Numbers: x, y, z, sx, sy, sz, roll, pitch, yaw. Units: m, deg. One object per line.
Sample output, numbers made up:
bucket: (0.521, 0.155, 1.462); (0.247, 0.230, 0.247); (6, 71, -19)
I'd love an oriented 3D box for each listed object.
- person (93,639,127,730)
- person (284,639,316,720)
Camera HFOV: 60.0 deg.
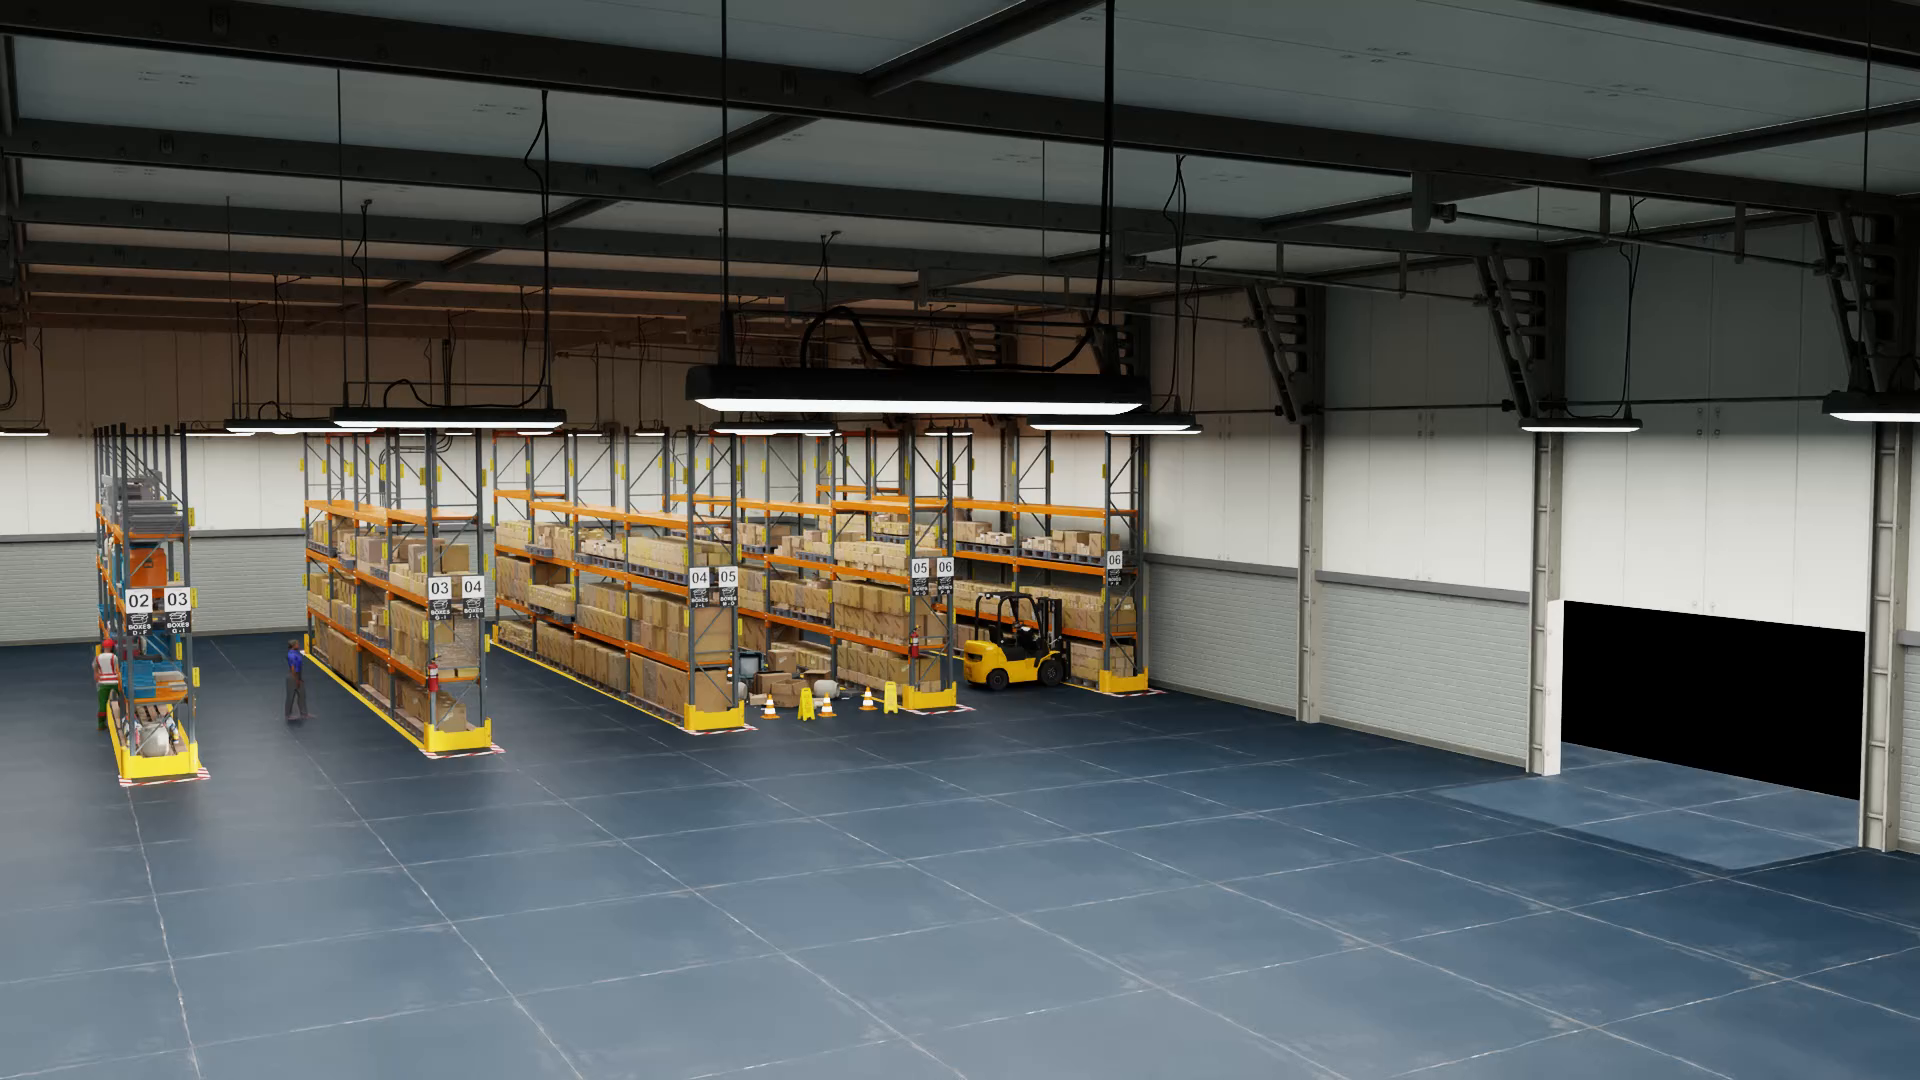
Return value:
person: (-16.739, 2.835, 32.829); (0.652, 1.782, 0.566); (-2, 4, -24)
person: (-13.541, 2.847, 33.987); (0.580, 1.654, 0.468); (0, 3, 4)
